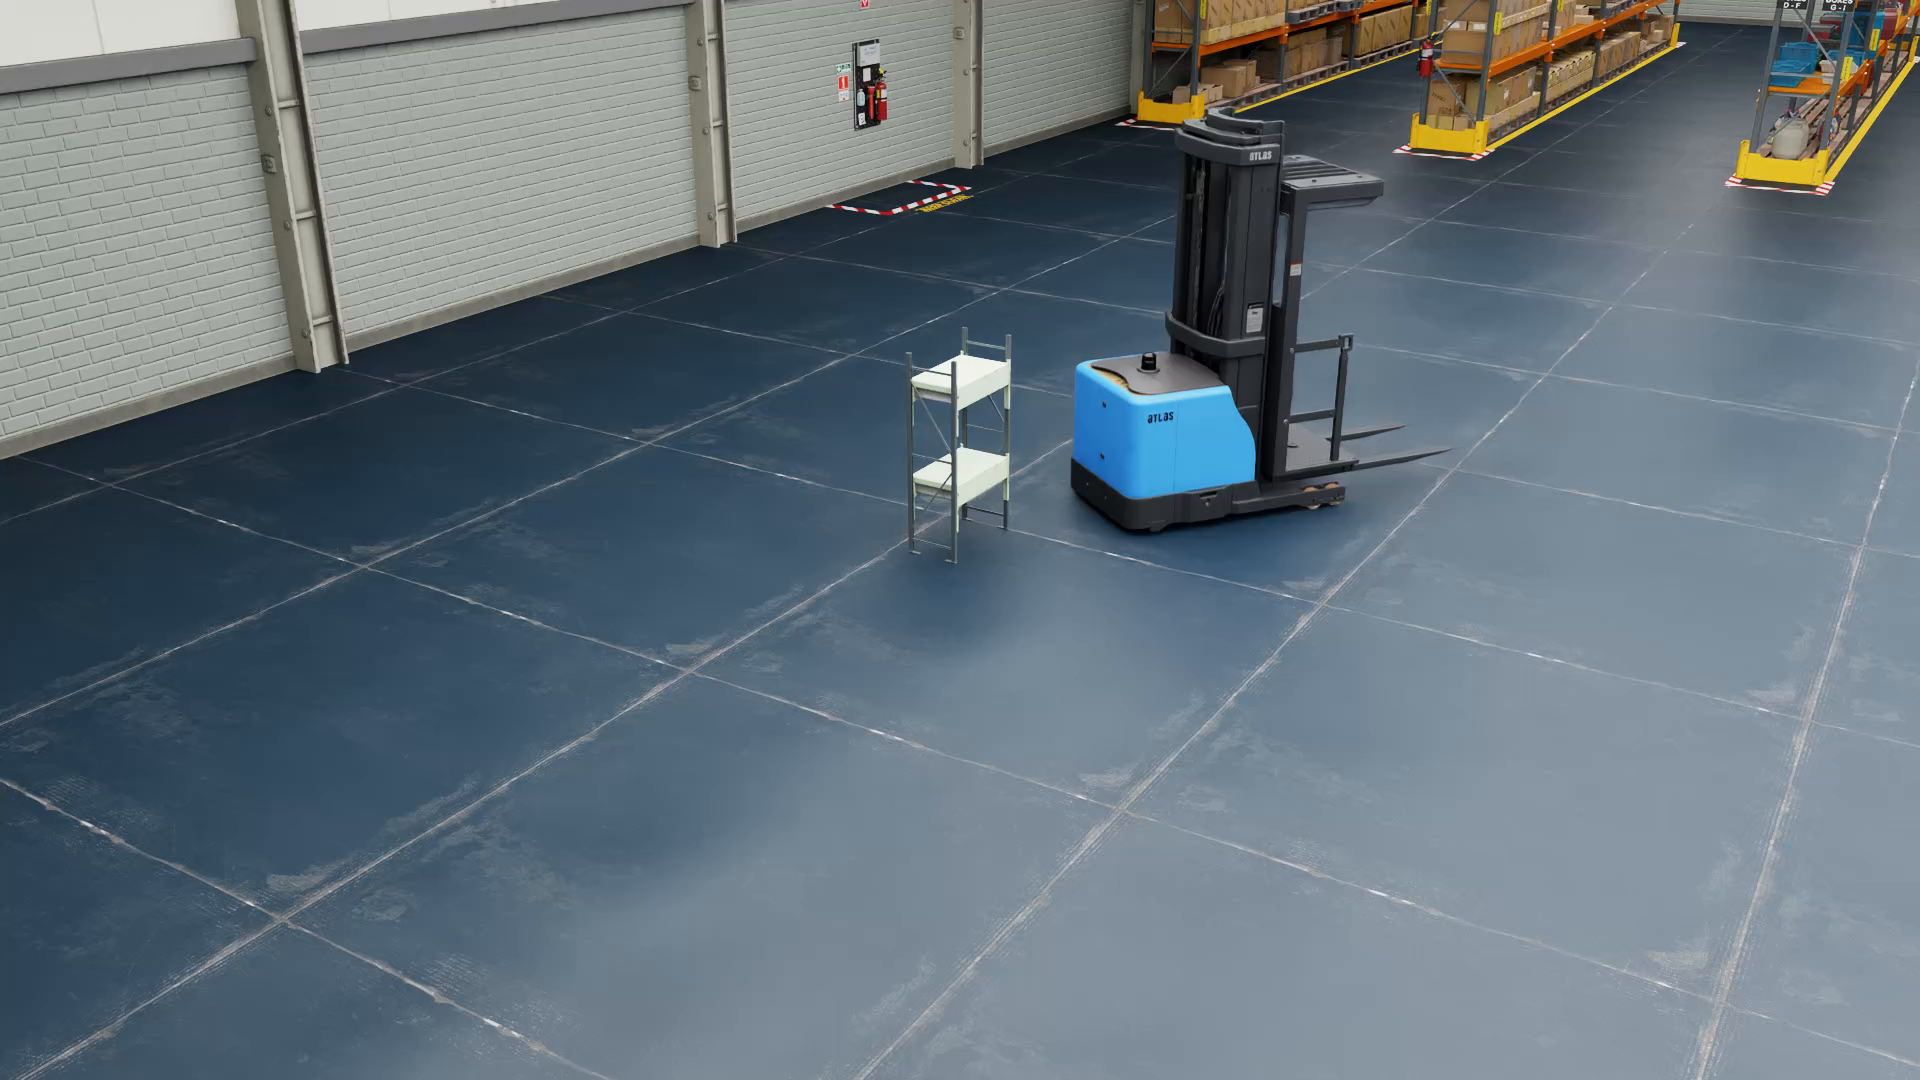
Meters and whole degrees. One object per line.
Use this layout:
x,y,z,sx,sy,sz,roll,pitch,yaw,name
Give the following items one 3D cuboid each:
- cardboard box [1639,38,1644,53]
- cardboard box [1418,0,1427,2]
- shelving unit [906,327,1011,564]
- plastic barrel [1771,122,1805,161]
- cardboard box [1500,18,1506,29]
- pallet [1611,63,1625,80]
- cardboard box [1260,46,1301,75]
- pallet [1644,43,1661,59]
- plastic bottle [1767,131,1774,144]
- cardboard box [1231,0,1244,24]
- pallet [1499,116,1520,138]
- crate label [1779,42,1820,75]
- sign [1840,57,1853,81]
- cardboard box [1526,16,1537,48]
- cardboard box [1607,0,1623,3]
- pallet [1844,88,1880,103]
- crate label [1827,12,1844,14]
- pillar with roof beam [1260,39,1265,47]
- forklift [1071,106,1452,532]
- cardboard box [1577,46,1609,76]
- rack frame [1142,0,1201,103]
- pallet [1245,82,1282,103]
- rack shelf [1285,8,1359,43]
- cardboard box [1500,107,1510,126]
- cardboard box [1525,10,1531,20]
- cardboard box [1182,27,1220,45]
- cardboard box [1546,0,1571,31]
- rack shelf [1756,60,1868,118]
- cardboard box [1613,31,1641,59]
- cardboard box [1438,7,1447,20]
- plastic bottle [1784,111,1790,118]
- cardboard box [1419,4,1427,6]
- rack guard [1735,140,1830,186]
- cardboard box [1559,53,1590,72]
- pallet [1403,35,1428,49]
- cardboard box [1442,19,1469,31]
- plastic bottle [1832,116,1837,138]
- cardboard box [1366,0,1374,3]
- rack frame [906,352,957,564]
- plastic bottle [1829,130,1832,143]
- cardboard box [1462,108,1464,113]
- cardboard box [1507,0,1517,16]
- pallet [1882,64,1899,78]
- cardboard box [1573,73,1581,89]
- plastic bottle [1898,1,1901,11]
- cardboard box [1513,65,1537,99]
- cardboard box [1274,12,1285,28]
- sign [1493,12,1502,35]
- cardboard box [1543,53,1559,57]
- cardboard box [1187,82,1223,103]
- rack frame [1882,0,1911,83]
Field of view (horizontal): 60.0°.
14.606,-10.810,36.276,0.500,0.311,0.500,14,27,29,cardboard box
11.179,-12.962,40.216,0.380,0.149,0.250,14,27,30,cardboard box
-0.004,-0.686,11.947,0.431,1.500,0.755,14,27,29,shelving unit
12.359,-5.946,24.812,0.421,0.512,0.421,0,23,0,plastic barrel
8.530,-8.300,26.705,0.380,0.149,0.250,14,27,29,cardboard box
13.161,-9.770,34.554,1.003,0.211,1.213,14,27,29,pallet
6.374,-9.574,33.183,0.700,0.500,0.500,13,27,28,cardboard box
15.206,-11.111,37.651,1.003,0.211,1.213,14,27,29,pallet
12.673,-6.286,25.963,0.097,0.201,0.097,0,23,0,plastic bottle
4.714,-9.453,29.530,0.500,0.500,0.500,13,27,27,cardboard box
8.883,-7.093,28.369,1.003,0.211,1.213,14,27,29,pallet
12.818,-7.351,25.410,0.502,0.435,0.616,14,27,29,crate label
12.542,-6.667,23.526,0.100,0.325,0.005,14,27,29,sign
9.479,-8.761,28.587,0.700,0.500,0.500,14,27,28,cardboard box
12.972,-11.139,33.551,0.700,0.500,0.500,20,31,39,cardboard box
16.677,-8.352,31.277,1.003,0.211,1.213,14,27,29,pallet
15.543,-9.094,29.437,0.502,0.435,0.616,14,27,29,crate label
10.117,-13.026,31.013,9.100,9.000,0.400,14,27,29,pillar with roof beam
2.435,-1.766,12.640,3.031,2.935,1.130,-9,25,-21,forklift
12.573,-9.544,33.114,0.500,0.500,0.500,15,28,31,cardboard box
3.660,-8.733,28.647,1.000,3.000,0.127,14,27,29,rack frame
5.446,-8.569,31.778,1.003,0.211,1.213,14,27,29,pallet
6.825,-10.428,33.467,1.077,0.370,4.000,14,27,29,rack shelf
8.867,-7.099,27.806,0.500,0.250,0.500,14,27,29,cardboard box
9.348,-8.825,27.916,0.380,0.149,0.250,15,27,30,cardboard box
4.187,-8.771,28.899,0.500,0.250,0.500,13,27,27,cardboard box
10.942,-9.694,30.742,0.500,0.500,0.500,14,27,29,cardboard box
13.132,-7.001,25.553,1.077,0.370,4.000,14,27,29,rack shelf
14.184,-10.574,35.493,0.500,0.500,0.500,14,27,29,cardboard box
11.552,-12.752,40.550,0.700,0.500,0.500,14,27,29,cardboard box
13.309,-6.744,26.833,0.144,0.351,0.185,13,26,27,plastic bottle
11.082,-12.611,39.406,0.380,0.149,0.250,13,27,27,cardboard box
12.077,-5.545,24.429,1.175,0.500,0.348,14,27,29,rack guard
11.755,-9.179,31.904,0.500,0.311,0.500,13,27,28,cardboard box
10.458,-11.743,39.111,1.003,0.211,1.213,14,27,29,pallet
7.910,-8.208,26.493,0.380,0.149,0.250,13,27,28,cardboard box
13.820,-6.541,26.365,0.144,0.351,0.185,14,27,29,plastic bottle
8.603,-11.544,35.433,0.380,0.149,0.250,15,27,31,cardboard box
-0.197,-0.562,11.661,0.400,1.500,0.023,14,27,29,rack frame
13.479,-6.269,25.835,0.097,0.271,0.097,0,23,0,plastic bottle
8.156,-7.041,27.671,0.500,0.250,0.500,14,27,29,cardboard box
8.694,-8.859,27.179,0.700,0.500,0.500,14,27,29,cardboard box
18.762,-9.683,34.352,1.003,0.211,1.213,14,27,29,pallet
11.483,-8.754,31.629,0.500,0.250,0.500,15,27,30,cardboard box
18.200,-10.305,32.341,0.144,0.351,0.185,14,27,29,plastic bottle
9.648,-7.952,28.832,0.500,0.500,0.500,14,27,29,cardboard box
5.778,-9.800,31.275,0.500,0.250,0.500,14,27,29,cardboard box
8.339,-8.011,25.790,0.100,0.325,0.005,14,27,29,sign
11.295,-9.290,32.160,0.500,0.311,0.500,13,27,28,cardboard box
4.402,-8.108,30.034,0.500,0.311,0.500,16,28,33,cardboard box
18.407,-10.707,33.206,1.000,3.000,0.127,14,27,29,rack frame
